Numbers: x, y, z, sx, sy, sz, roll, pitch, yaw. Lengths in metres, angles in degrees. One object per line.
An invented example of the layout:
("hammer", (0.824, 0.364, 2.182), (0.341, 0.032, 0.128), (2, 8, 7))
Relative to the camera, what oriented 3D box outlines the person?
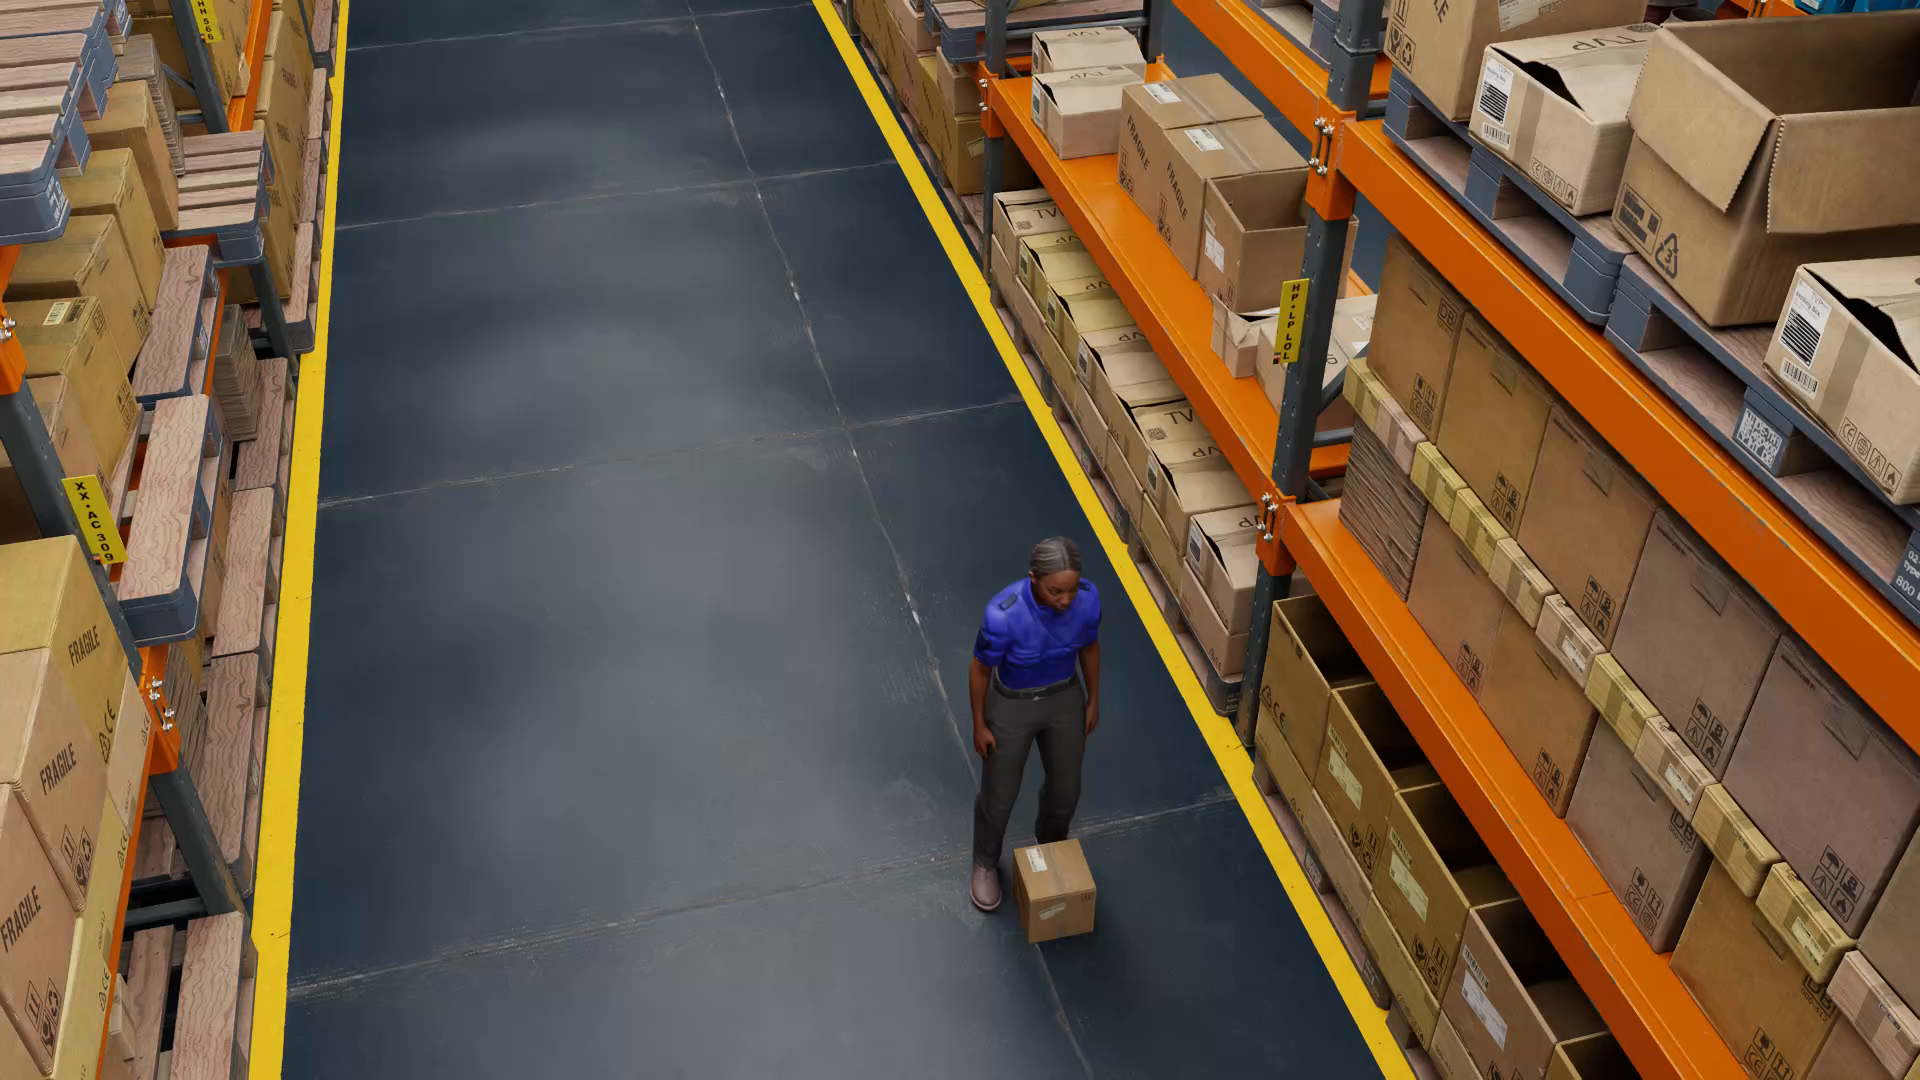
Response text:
("person", (0.263, 0.620, 5.936), (0.520, 1.653, 0.349), (-11, 40, -14))
